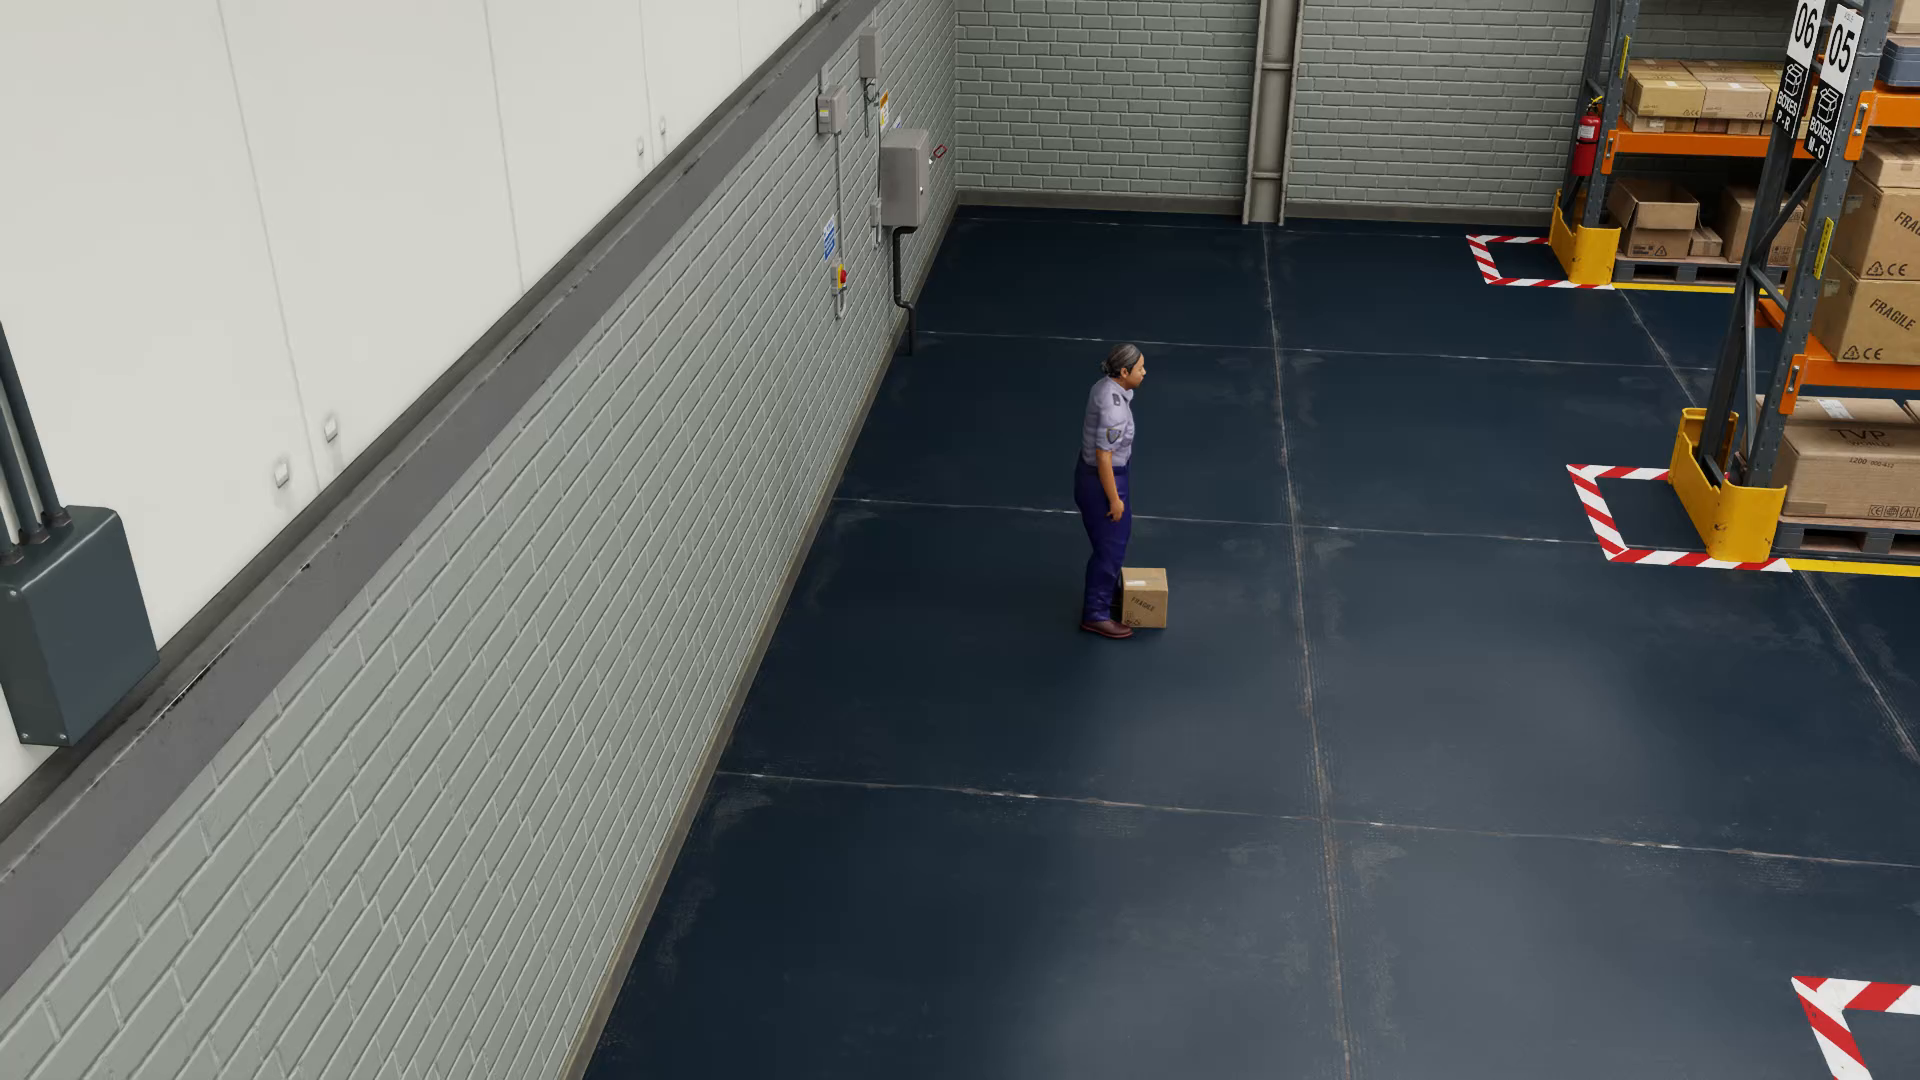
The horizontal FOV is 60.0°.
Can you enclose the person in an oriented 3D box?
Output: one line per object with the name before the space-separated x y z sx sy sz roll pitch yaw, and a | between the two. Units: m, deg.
person | 0.841 -0.294 9.187 0.423 1.637 0.564 2 29 3
